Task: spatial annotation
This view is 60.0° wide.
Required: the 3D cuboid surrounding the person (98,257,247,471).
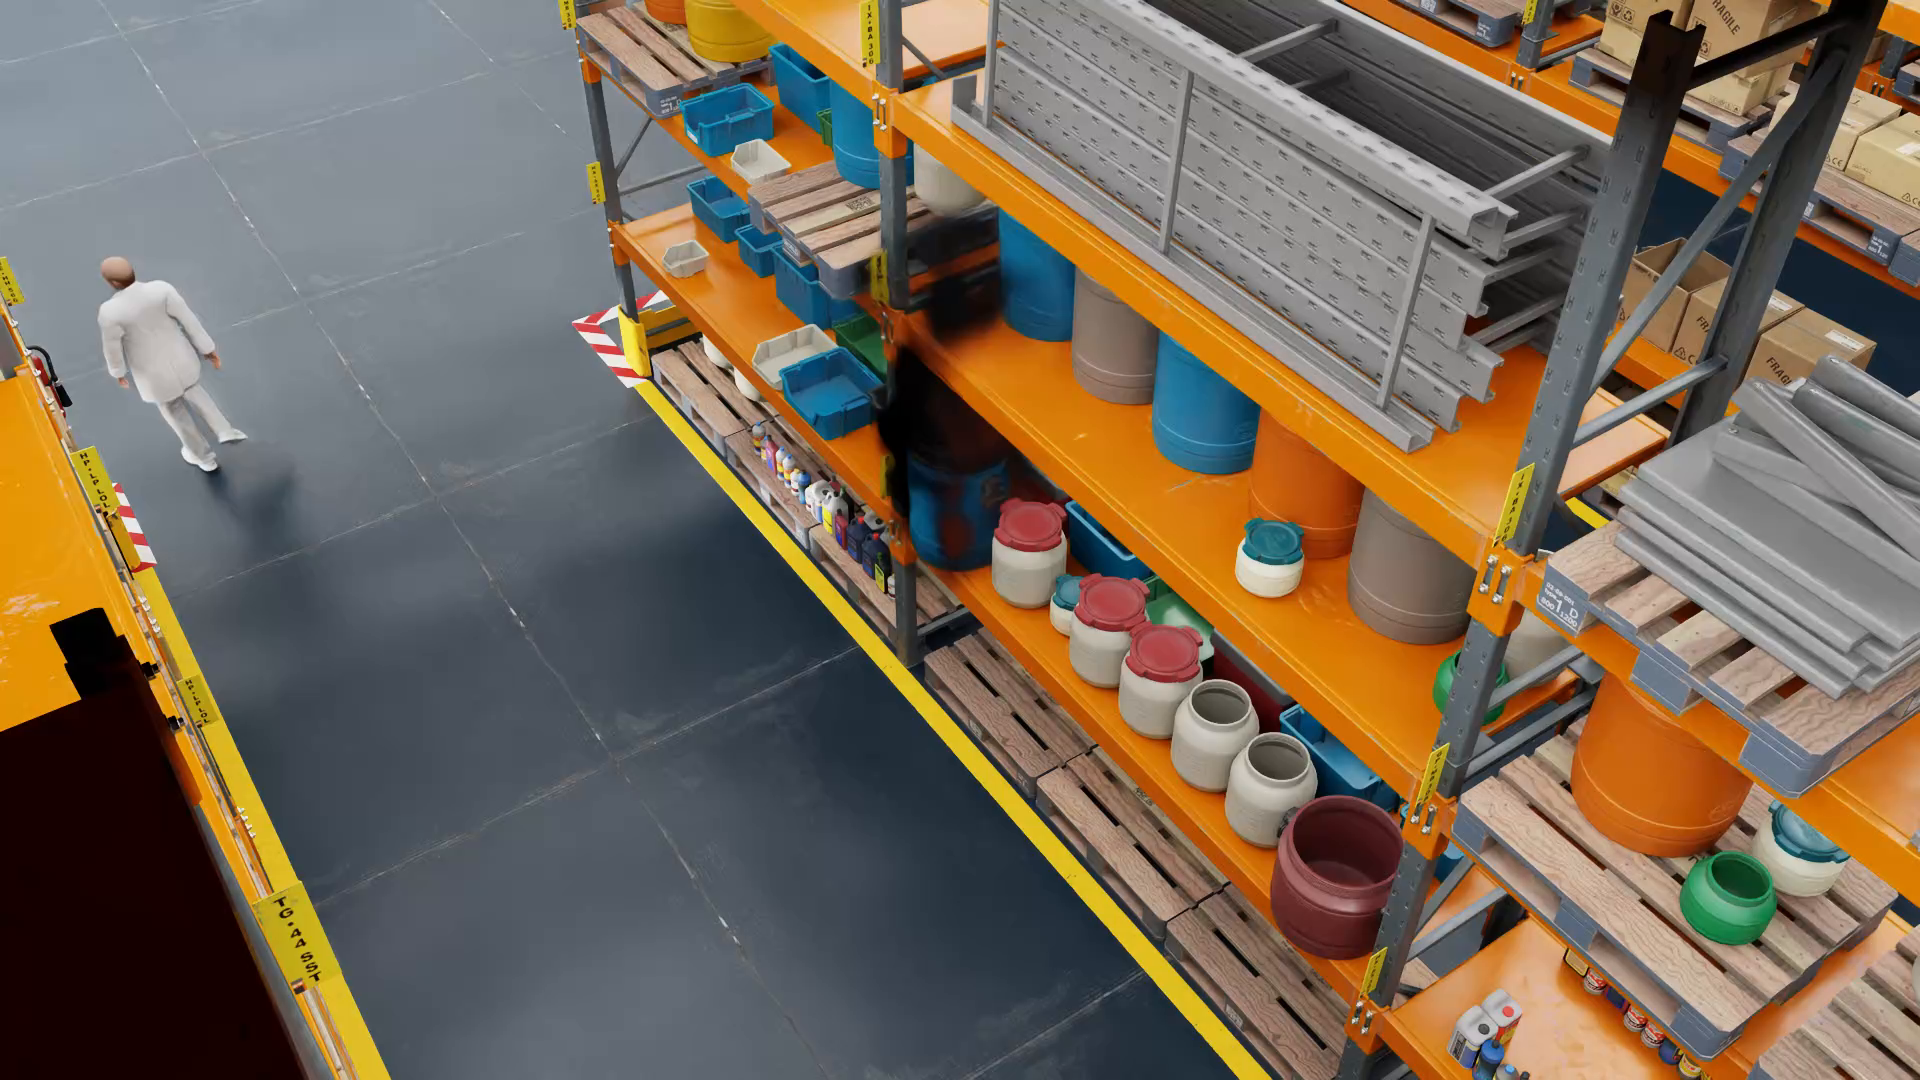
[{"bbox_3d":[-5.637,-1.245,11.794,0.577,1.769,0.658,30,50,28],"label":"person"}]
